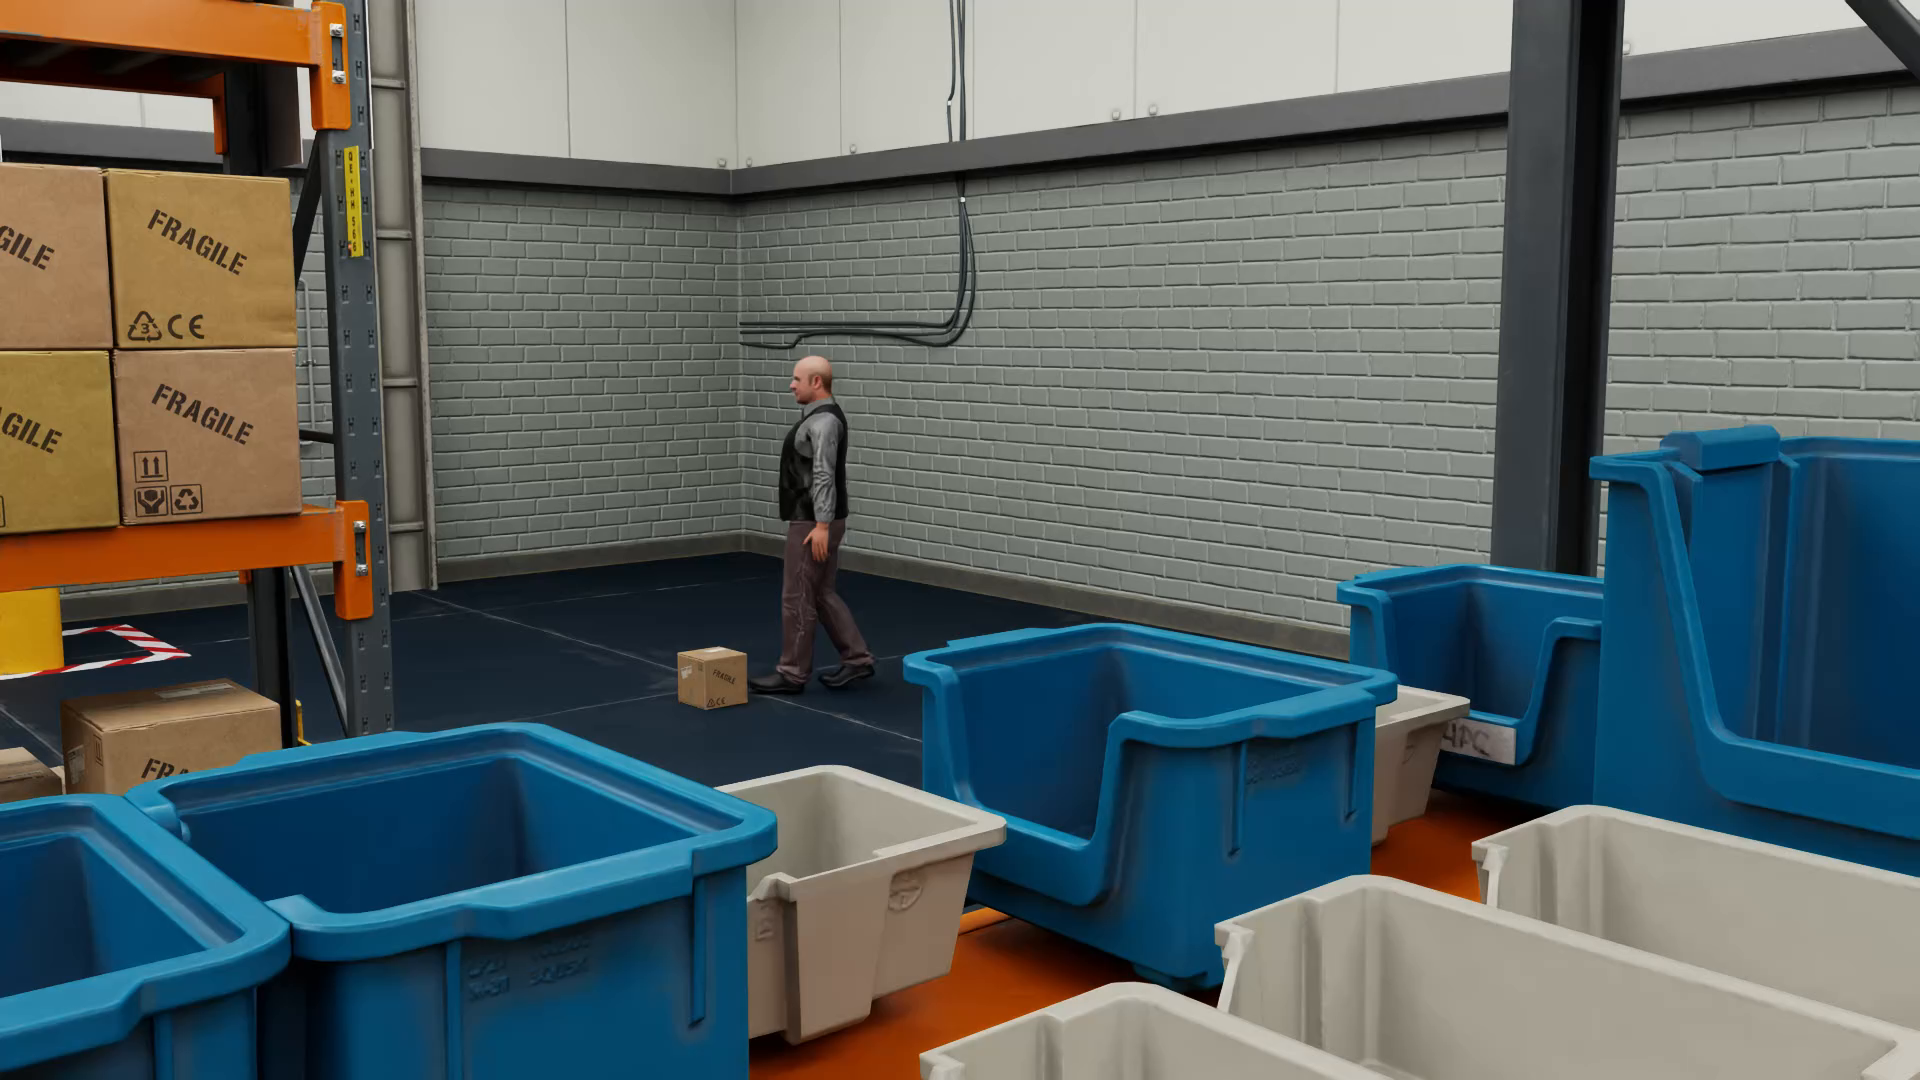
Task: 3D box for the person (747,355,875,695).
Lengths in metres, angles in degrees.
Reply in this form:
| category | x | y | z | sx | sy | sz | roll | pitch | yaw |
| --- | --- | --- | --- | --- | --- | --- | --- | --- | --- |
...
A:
| category | x | y | z | sx | sy | sz | roll | pitch | yaw |
| --- | --- | --- | --- | --- | --- | --- | --- | --- | --- |
| person | -0.767 | -0.074 | 8.454 | 0.659 | 1.719 | 0.558 | 0 | 7 | -1 |
